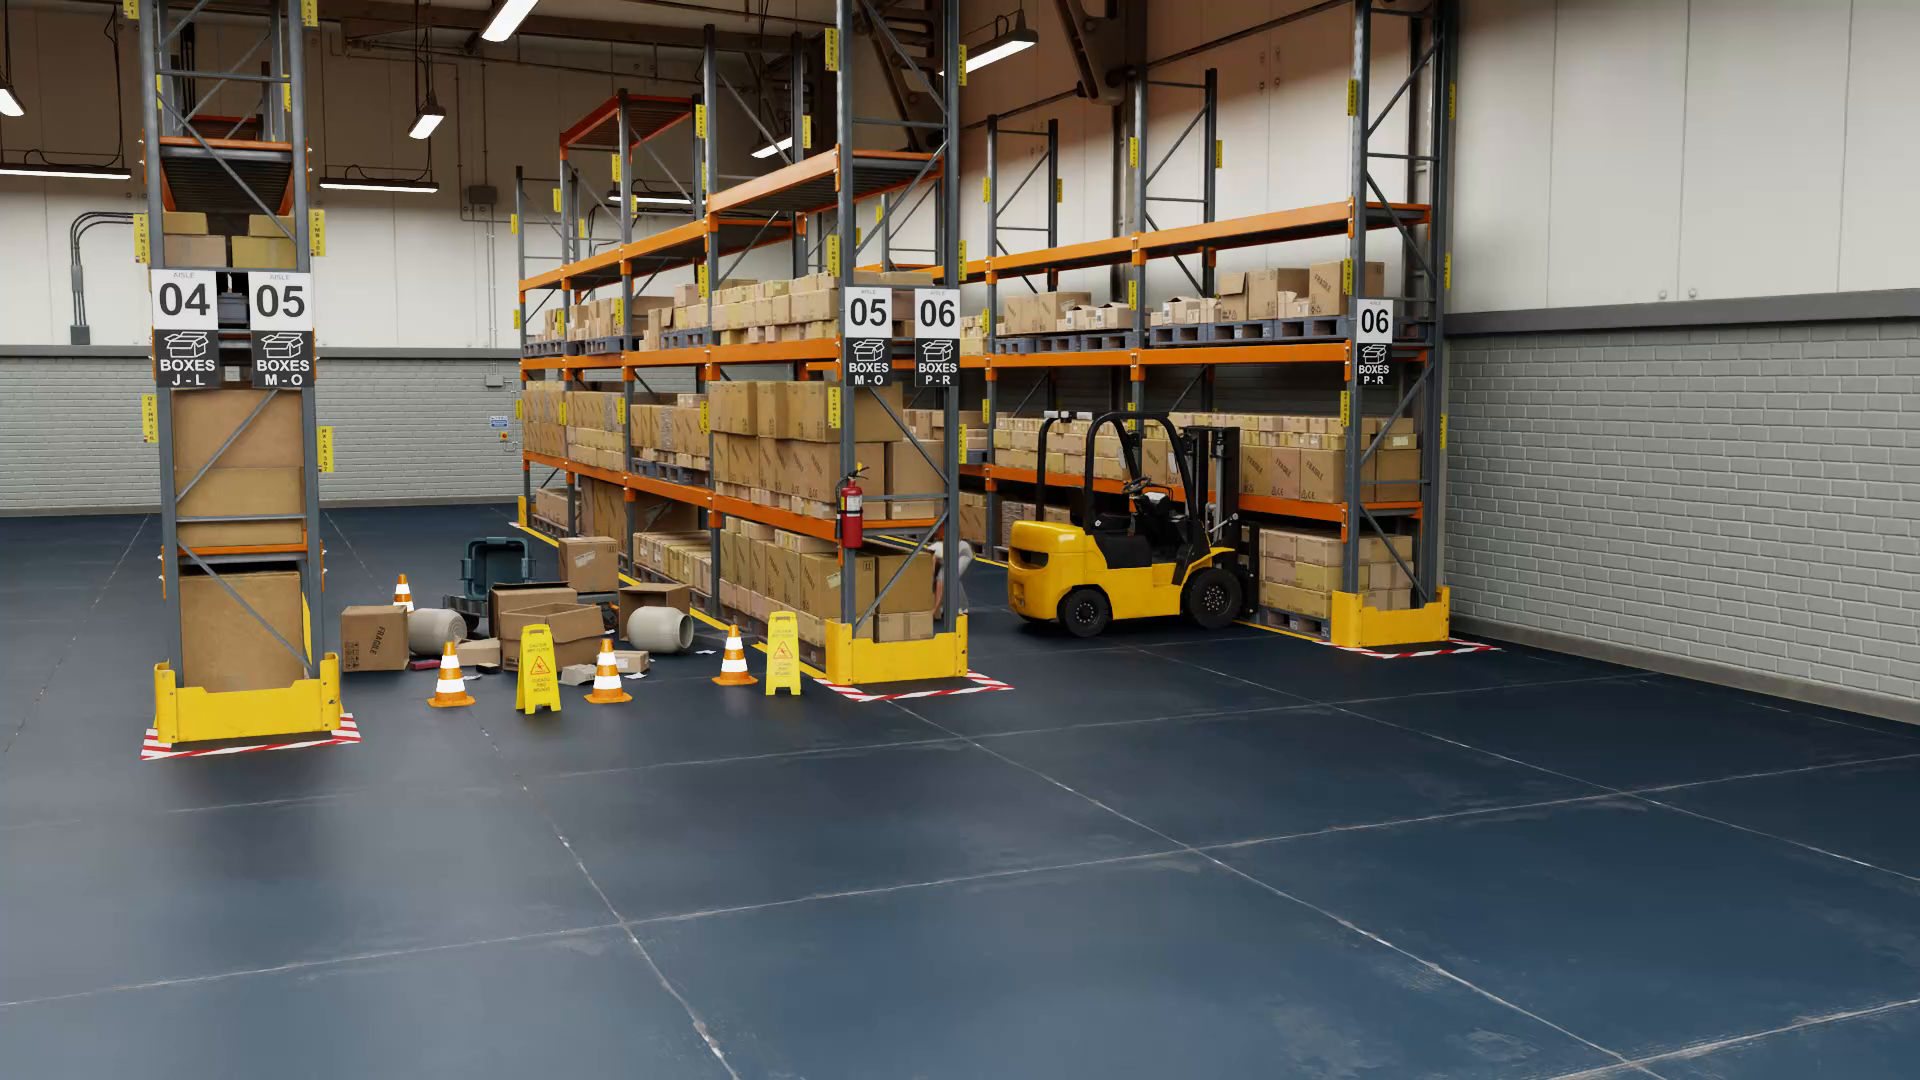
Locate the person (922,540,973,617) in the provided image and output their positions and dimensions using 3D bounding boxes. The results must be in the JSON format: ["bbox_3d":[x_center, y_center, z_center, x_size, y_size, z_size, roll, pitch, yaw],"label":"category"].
[{"bbox_3d":[-0.194,0.421,17.439,0.475,0.836,0.864,4,7,35],"label":"person"}]
